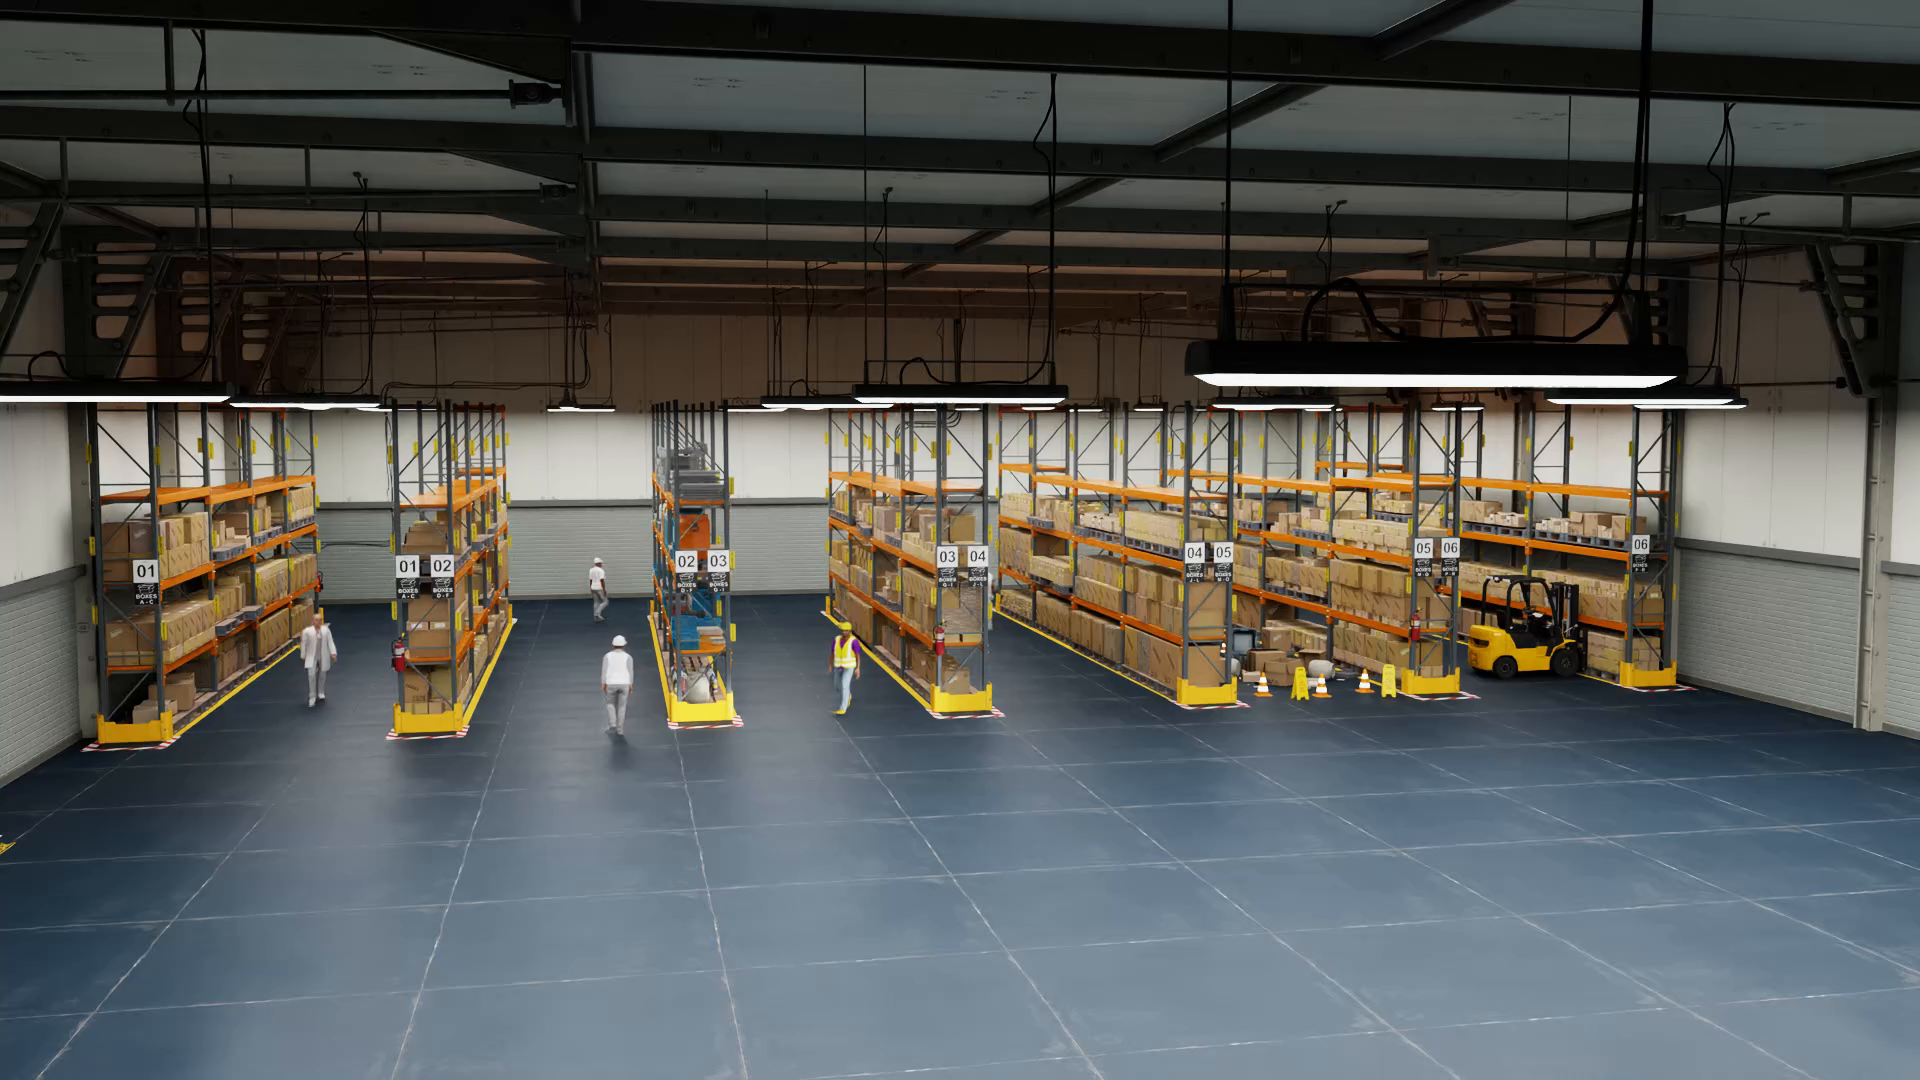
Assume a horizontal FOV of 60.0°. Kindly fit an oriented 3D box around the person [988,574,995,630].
[{"bbox_3d":[0.655,1.506,44.239,0.610,1.722,1.069,-1,4,-9],"label":"person"}]

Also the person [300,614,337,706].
[{"bbox_3d":[-12.734,2.347,33.012,0.678,1.747,1.036,-2,5,-25],"label":"person"}]

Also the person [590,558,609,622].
[{"bbox_3d":[-10.020,1.378,46.000,0.609,1.765,0.486,4,6,40],"label":"person"}]

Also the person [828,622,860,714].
[{"bbox_3d":[-2.225,2.440,31.920,0.620,1.746,0.878,2,5,23],"label":"person"}]

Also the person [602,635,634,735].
[{"bbox_3d":[-6.112,2.589,29.719,0.558,1.769,0.456,-1,4,-9],"label":"person"}]
